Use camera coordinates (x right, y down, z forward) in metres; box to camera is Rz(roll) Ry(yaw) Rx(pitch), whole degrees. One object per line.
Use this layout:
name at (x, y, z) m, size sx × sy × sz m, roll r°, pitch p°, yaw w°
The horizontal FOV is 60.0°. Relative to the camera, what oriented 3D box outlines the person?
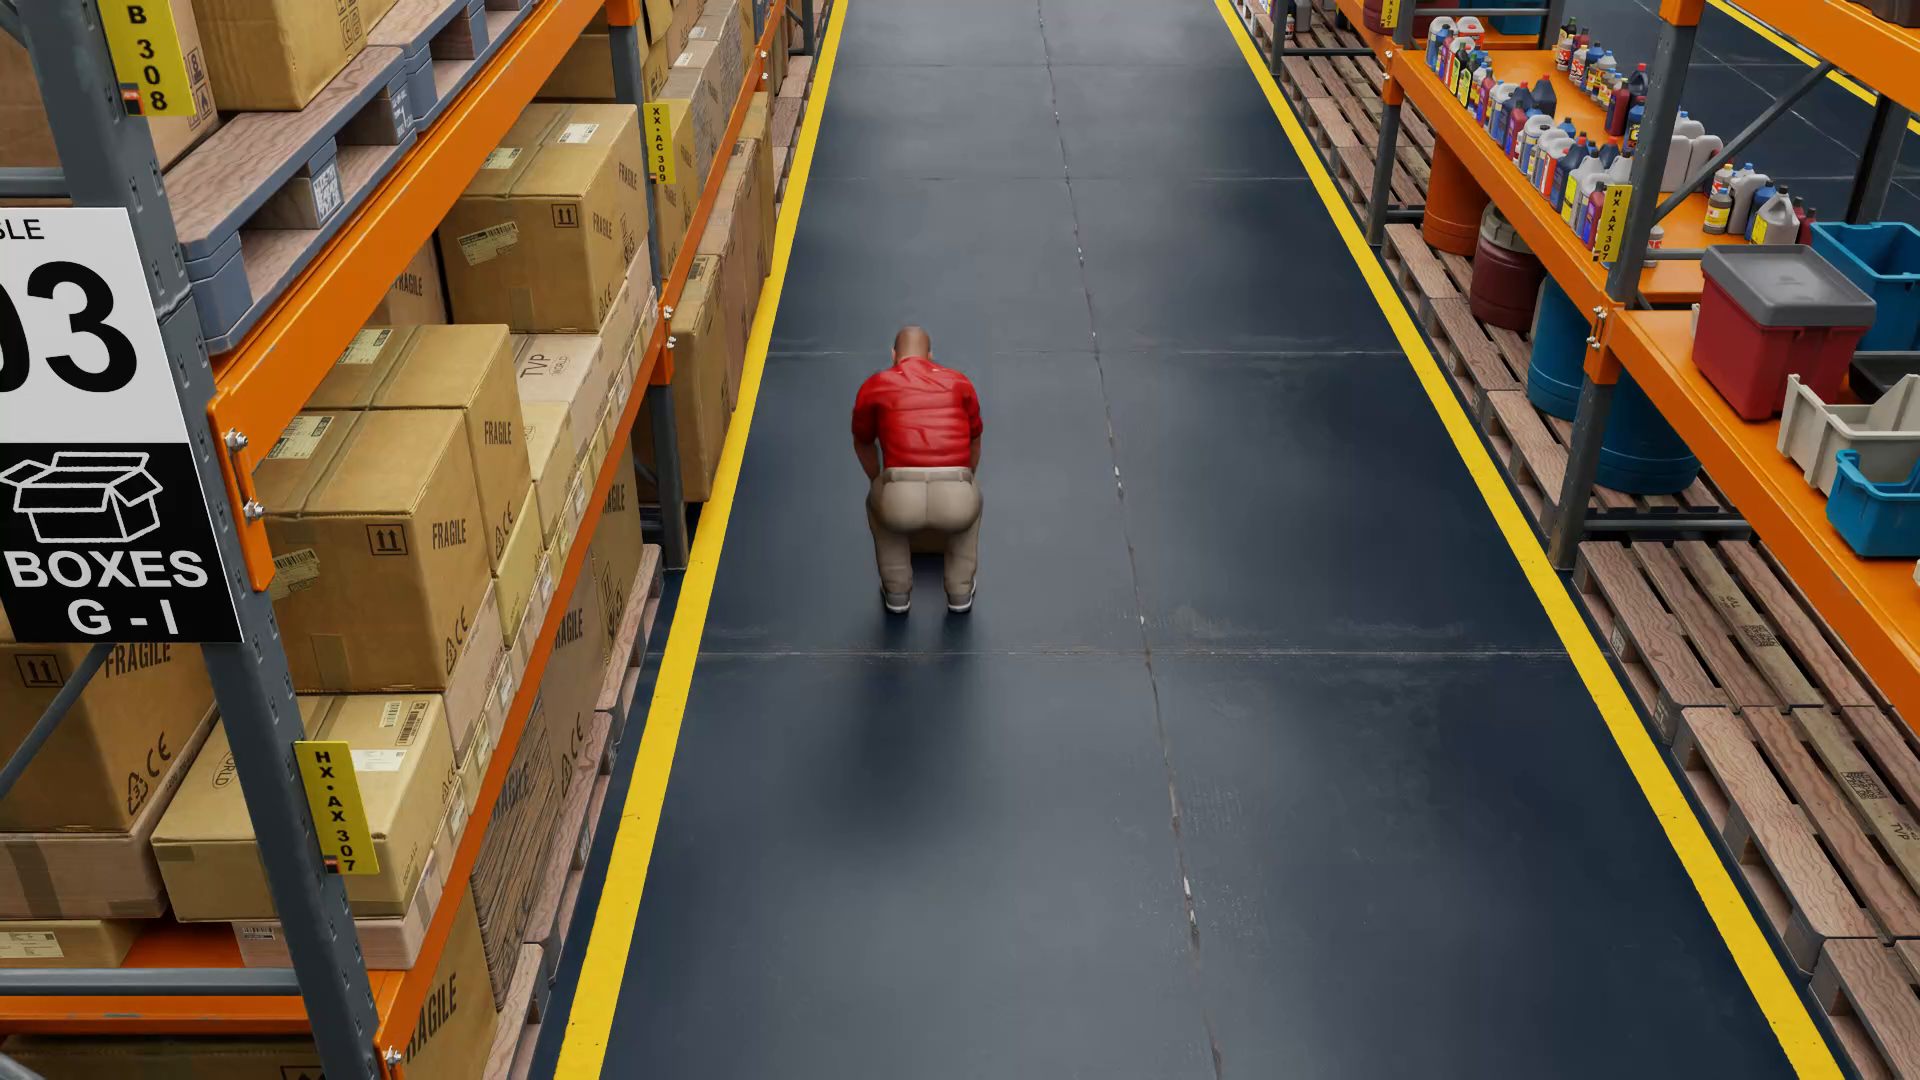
person at (-0.180, -0.263, 7.210) m, size 0.575 × 1.081 × 0.838 m, roll 0°, pitch 31°, yaw 0°
